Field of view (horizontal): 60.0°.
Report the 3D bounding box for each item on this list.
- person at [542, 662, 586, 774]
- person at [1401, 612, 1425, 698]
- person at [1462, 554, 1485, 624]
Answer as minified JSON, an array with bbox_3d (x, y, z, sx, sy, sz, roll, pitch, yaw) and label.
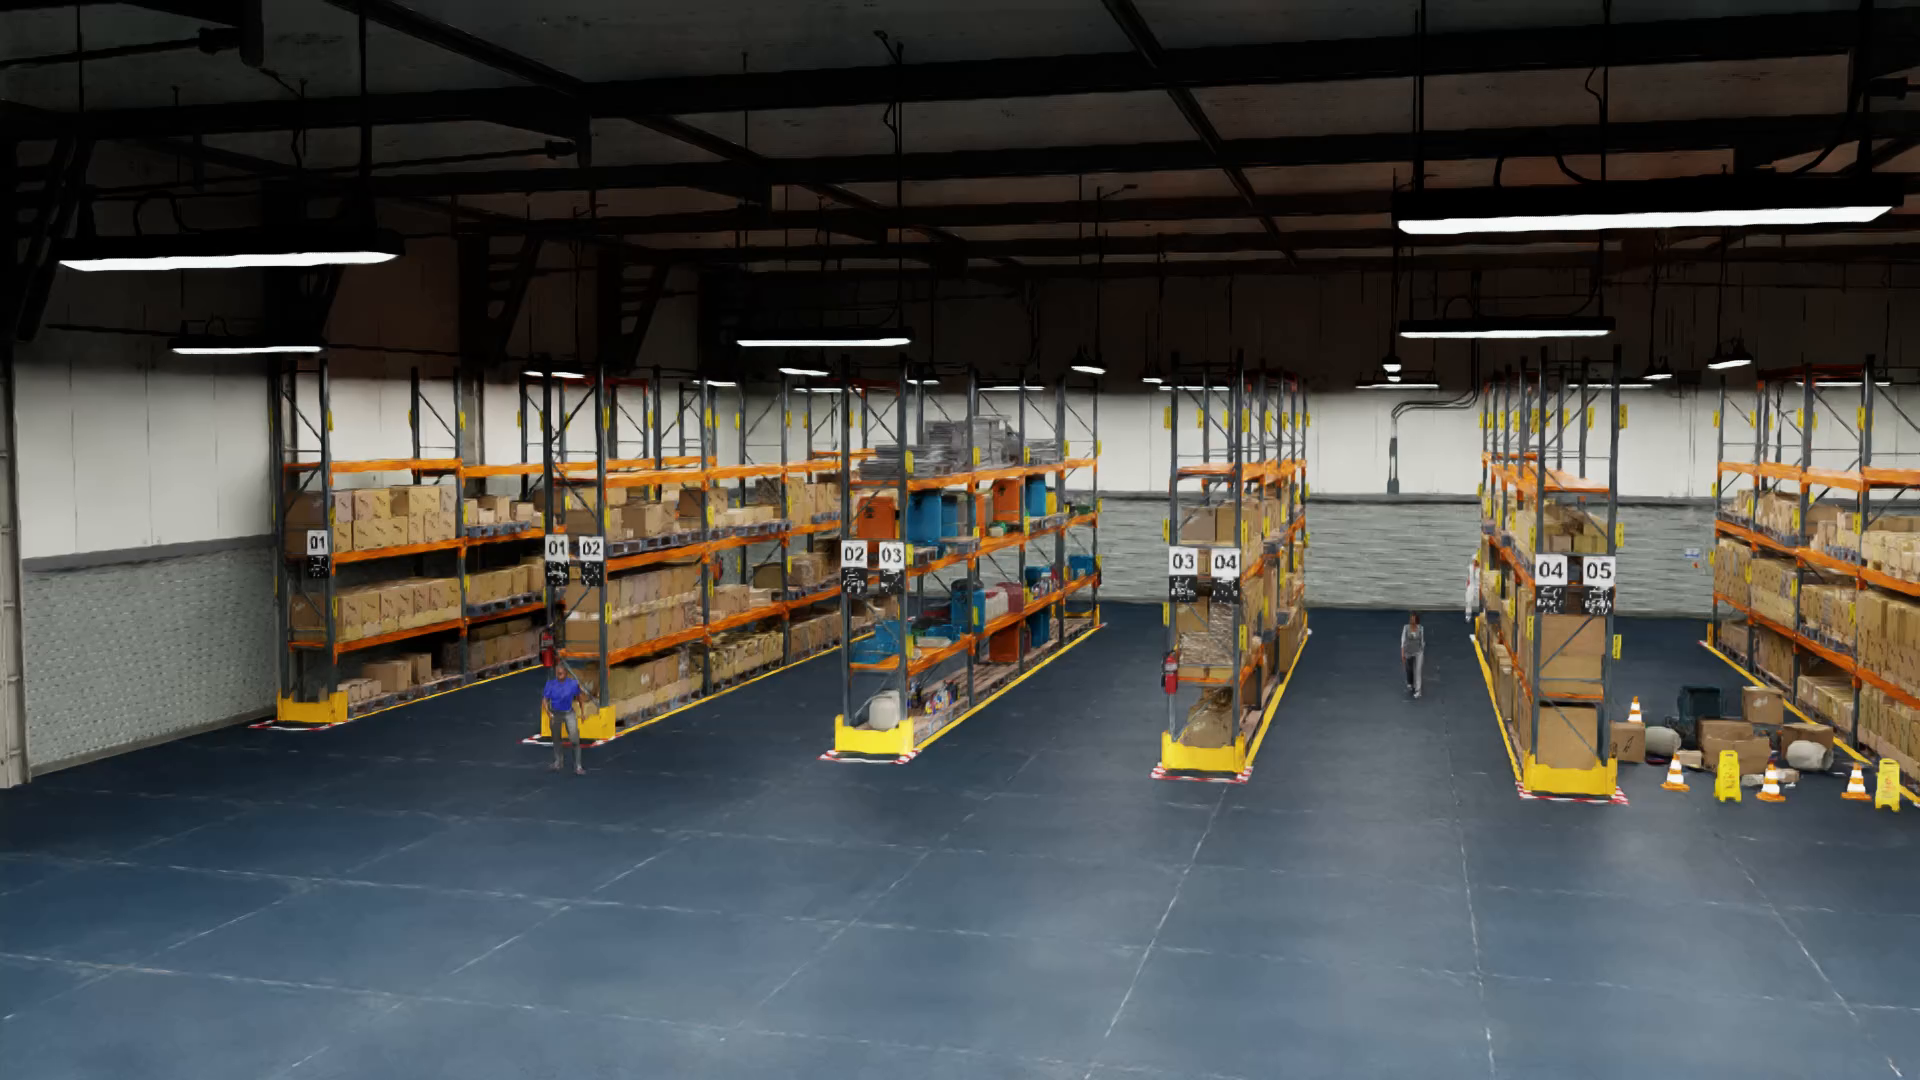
[{"bbox_3d":[-5.590,2.506,23.578,0.626,1.595,0.795,0,4,-5],"label":"person"},{"bbox_3d":[8.226,2.060,30.223,0.417,1.521,1.036,1,4,17],"label":"person"},{"bbox_3d":[12.762,1.191,41.060,0.595,1.732,0.994,3,5,35],"label":"person"}]
